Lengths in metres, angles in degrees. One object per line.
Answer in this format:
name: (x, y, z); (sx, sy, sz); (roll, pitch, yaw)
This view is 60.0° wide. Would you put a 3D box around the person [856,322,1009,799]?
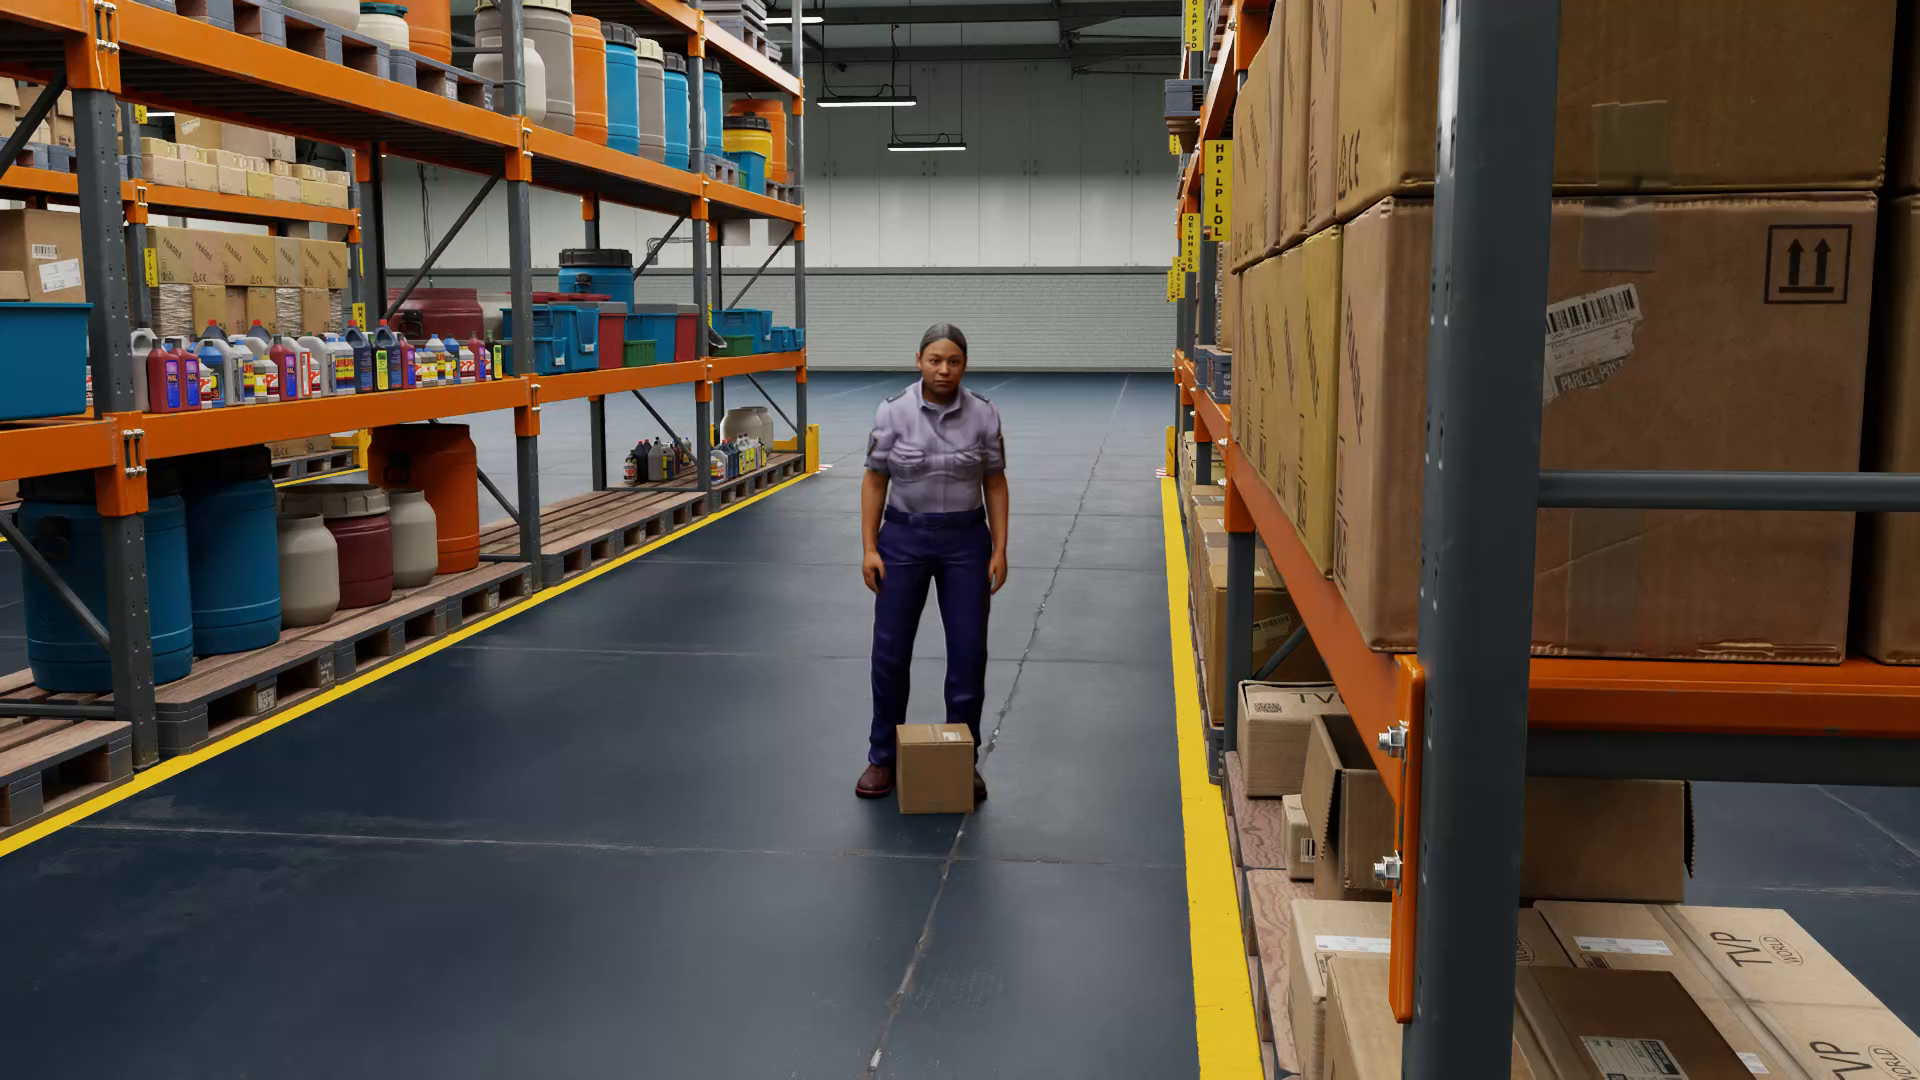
person: (-0.098, 0.073, 5.851); (0.554, 1.636, 0.425); (-1, 8, -4)
